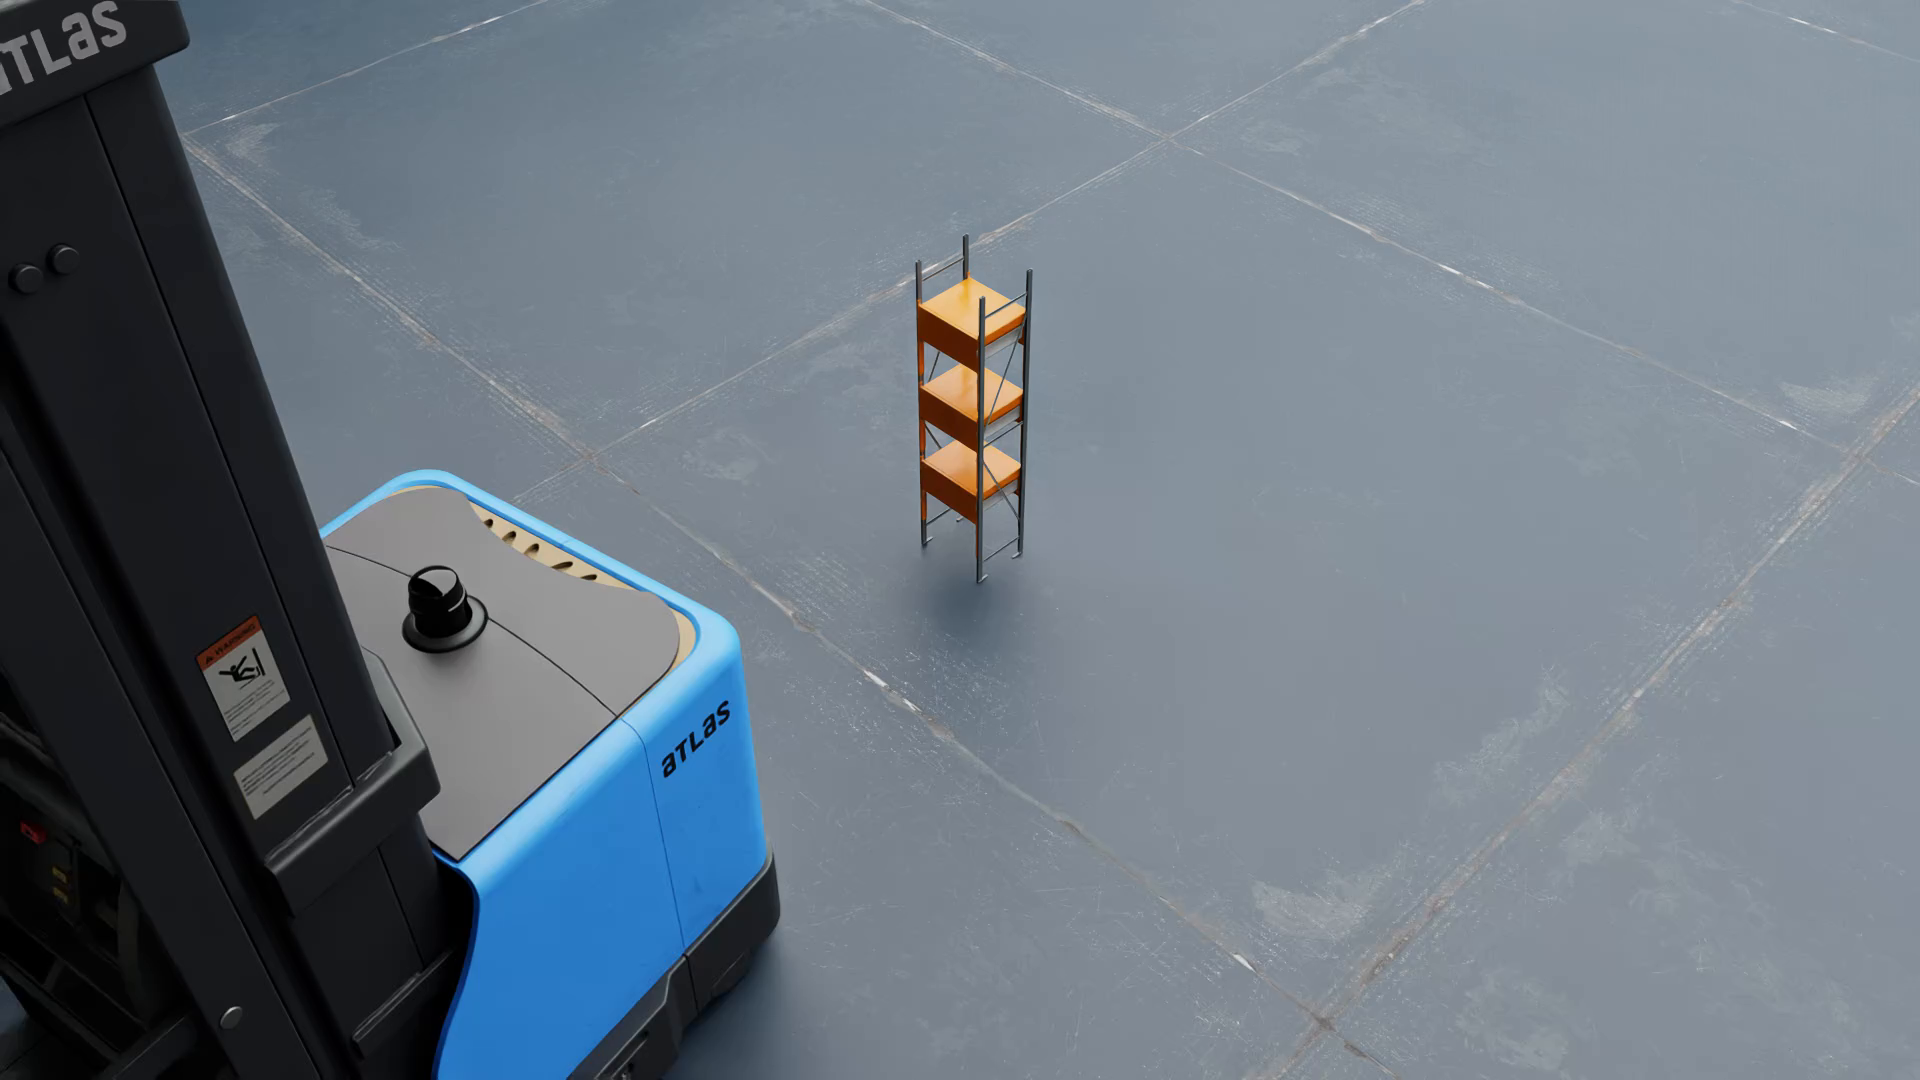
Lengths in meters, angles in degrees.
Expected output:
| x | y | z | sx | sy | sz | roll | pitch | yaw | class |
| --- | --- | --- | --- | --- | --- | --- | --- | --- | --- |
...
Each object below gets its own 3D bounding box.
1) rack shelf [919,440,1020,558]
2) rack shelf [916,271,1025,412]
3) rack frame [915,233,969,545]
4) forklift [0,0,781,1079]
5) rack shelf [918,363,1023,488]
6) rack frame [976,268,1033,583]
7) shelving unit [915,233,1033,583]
| x | y | z | sx | sy | sz | roll | pitch | yaw | class |
| --- | --- | --- | --- | --- | --- | --- | --- | --- | --- |
| 0.038 | -0.148 | 5.062 | 0.215 | 0.259 | 0.240 | -34 | 53 | -31 | rack shelf |
| 0.038 | -0.561 | 4.680 | 0.215 | 0.259 | 0.240 | -34 | 53 | -31 | rack shelf |
| -0.048 | -0.418 | 4.929 | 0.200 | 1.050 | 0.008 | -34 | 53 | -31 | rack frame |
| -1.693 | 0.533 | 2.513 | 1.130 | 2.935 | 3.031 | 25 | 48 | 24 | forklift |
| 0.038 | -0.352 | 4.873 | 0.215 | 0.259 | 0.240 | -34 | 53 | -31 | rack shelf |
| 0.124 | -0.301 | 4.802 | 0.200 | 1.050 | 0.008 | -34 | 53 | -31 | rack frame |
| 0.038 | -0.360 | 4.866 | 0.215 | 1.050 | 0.252 | -34 | 53 | -31 | shelving unit |
